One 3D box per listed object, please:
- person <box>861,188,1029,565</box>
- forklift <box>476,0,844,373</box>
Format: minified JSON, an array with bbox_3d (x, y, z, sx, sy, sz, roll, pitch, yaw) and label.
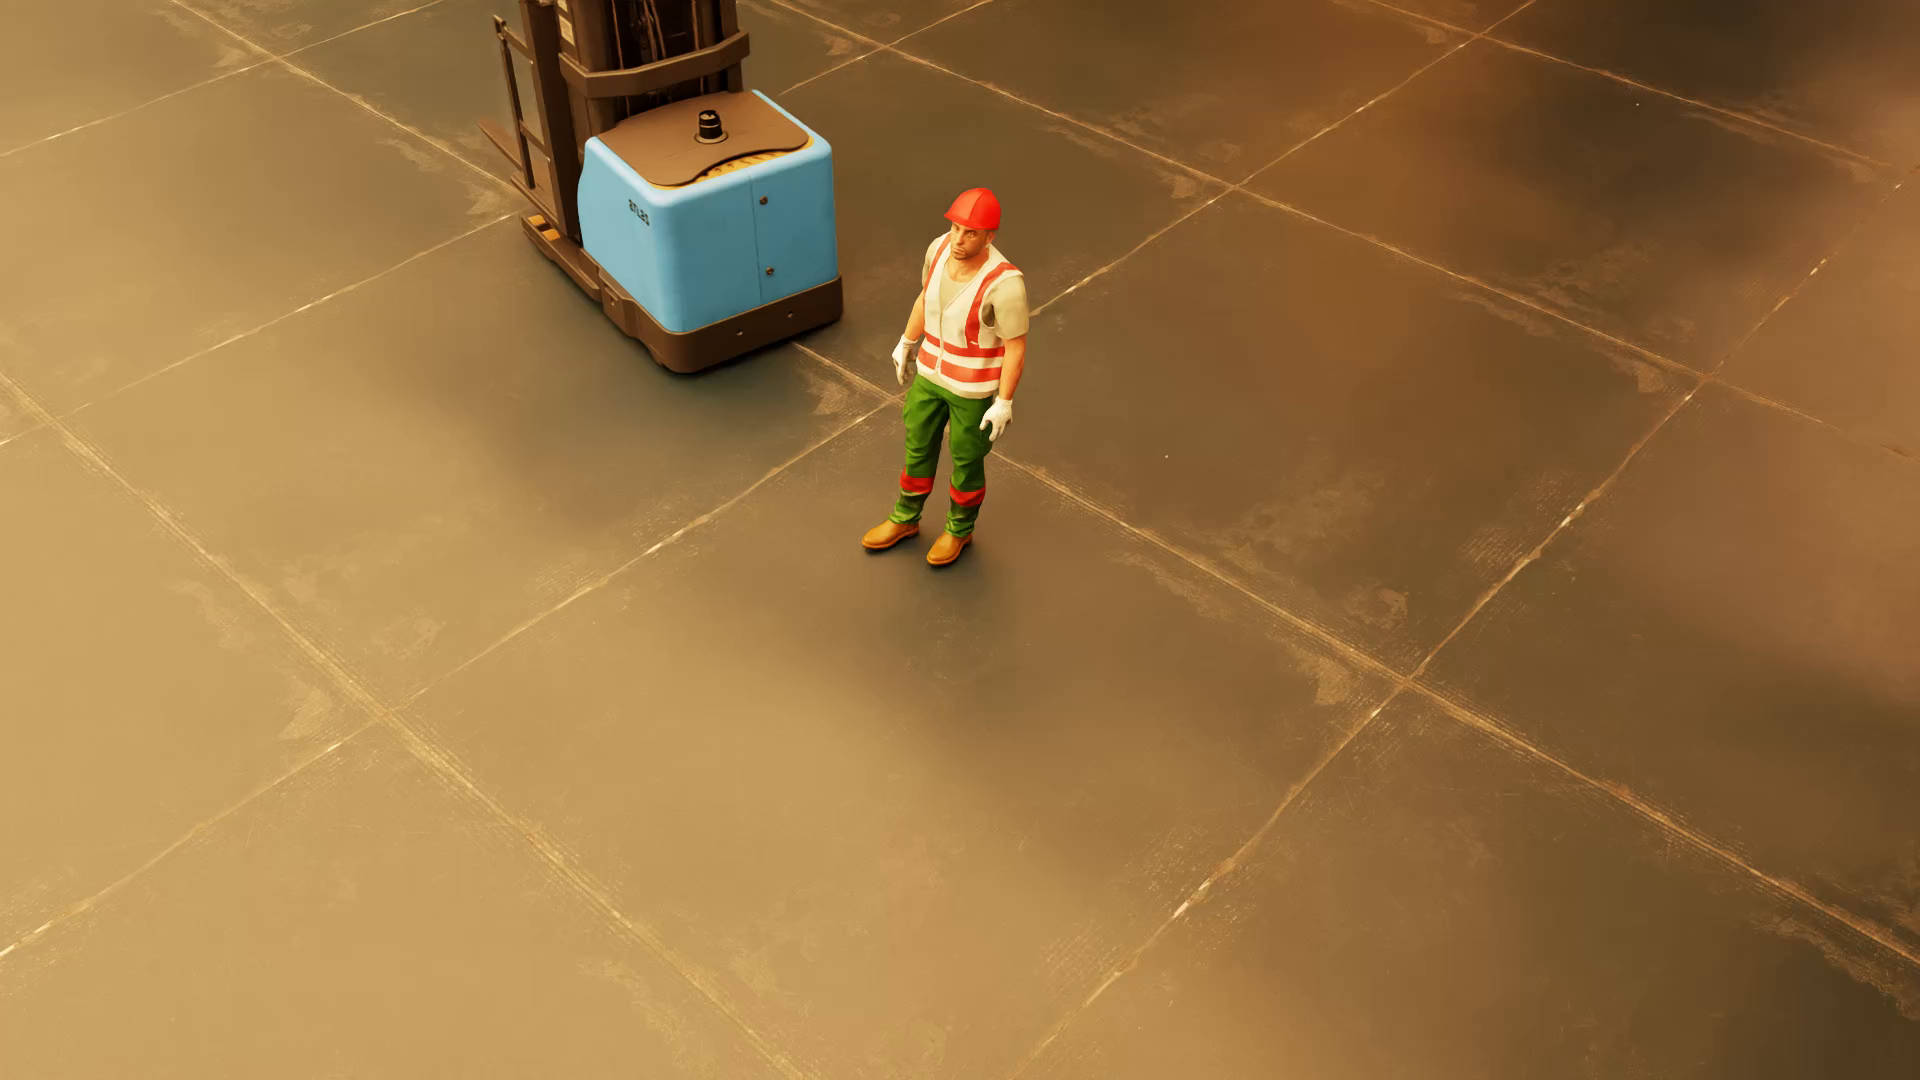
[{"bbox_3d":[-0.063,-0.651,7.053,0.637,1.790,0.562,31,49,31],"label":"person"},{"bbox_3d":[-1.887,-2.893,8.801,1.130,2.935,3.031,-24,46,-26],"label":"forklift"}]
